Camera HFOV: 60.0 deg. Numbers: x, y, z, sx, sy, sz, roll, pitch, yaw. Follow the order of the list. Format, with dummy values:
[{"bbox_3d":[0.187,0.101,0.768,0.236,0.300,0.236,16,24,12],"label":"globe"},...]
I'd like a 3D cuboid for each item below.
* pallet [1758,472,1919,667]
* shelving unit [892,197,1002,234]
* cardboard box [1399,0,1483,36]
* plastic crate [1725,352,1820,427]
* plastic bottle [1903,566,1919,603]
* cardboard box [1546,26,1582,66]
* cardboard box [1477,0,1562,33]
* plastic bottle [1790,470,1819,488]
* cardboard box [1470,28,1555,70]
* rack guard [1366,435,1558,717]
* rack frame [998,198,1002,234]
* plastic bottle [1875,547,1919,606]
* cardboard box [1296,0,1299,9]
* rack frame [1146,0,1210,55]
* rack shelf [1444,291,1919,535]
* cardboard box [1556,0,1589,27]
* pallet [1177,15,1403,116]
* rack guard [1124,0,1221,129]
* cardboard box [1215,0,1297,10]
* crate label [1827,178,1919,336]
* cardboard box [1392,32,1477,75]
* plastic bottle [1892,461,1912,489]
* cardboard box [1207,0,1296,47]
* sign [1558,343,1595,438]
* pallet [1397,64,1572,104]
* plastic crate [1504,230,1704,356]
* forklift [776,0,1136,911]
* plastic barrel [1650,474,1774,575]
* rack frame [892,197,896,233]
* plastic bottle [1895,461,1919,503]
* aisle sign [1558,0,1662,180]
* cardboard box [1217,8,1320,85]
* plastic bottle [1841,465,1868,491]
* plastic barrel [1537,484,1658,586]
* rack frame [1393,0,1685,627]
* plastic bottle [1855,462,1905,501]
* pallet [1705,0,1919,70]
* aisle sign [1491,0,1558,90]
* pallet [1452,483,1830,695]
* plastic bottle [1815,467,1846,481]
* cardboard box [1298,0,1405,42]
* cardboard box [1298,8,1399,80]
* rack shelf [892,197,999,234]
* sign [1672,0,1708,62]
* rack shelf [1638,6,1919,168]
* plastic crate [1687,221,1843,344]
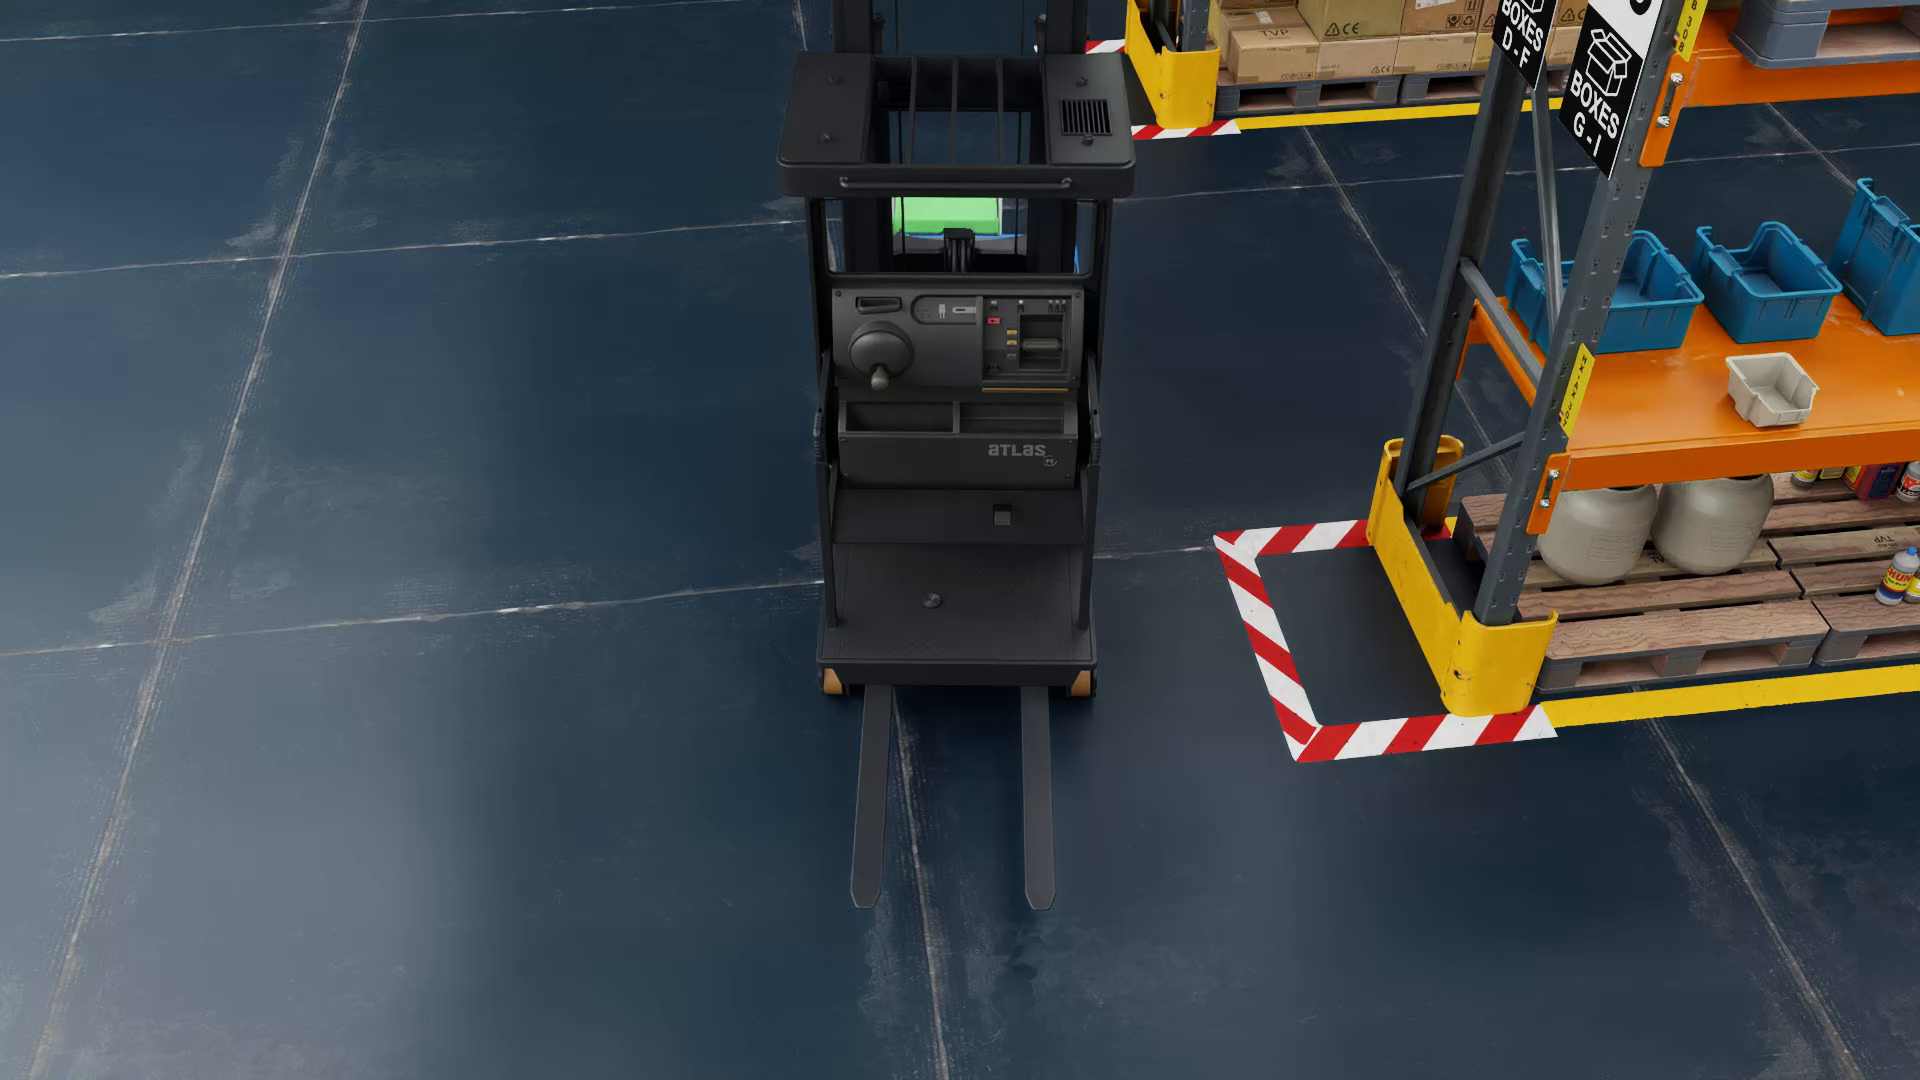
[{"bbox_3d":[4.079,0.065,7.236,1.213,0.211,1.003,-5,42,-6],"label":"pallet"},{"bbox_3d":[-0.063,-1.148,7.839,0.503,1.200,0.258,0,41,0],"label":"shelving unit"},{"bbox_3d":[2.908,-3.461,10.242,0.500,0.500,0.500,-5,42,-6],"label":"cardboard box"},{"bbox_3d":[2.925,-0.528,6.008,0.250,0.136,0.298,-5,42,-6],"label":"plastic crate"},{"bbox_3d":[3.937,0.154,6.815,0.097,0.201,0.097,0,42,0],"label":"plastic bottle"},{"bbox_3d":[3.902,-3.259,10.578,0.500,0.250,0.500,-5,42,-6],"label":"cardboard box"},{"bbox_3d":[3.406,-3.493,10.277,0.500,0.500,0.500,-5,42,-6],"label":"cardboard box"},{"bbox_3d":[3.761,-0.337,7.360,0.097,0.201,0.097,0,42,0],"label":"plastic bottle"},{"bbox_3d":[3.406,-3.215,10.529,0.500,0.250,0.500,-5,42,-6],"label":"cardboard box"},{"bbox_3d":[2.066,0.128,6.950,0.348,0.500,1.175,-5,42,-6],"label":"rack guard"},{"bbox_3d":[0.181,-1.146,7.837,0.015,1.200,0.240,0,41,0],"label":"rack frame"},{"bbox_3d":[3.835,0.137,6.782,0.097,0.271,0.097,0,42,0],"label":"plastic bottle"},{"bbox_3d":[2.345,-3.481,10.824,0.500,0.250,0.500,-5,42,-6],"label":"cardboard box"},{"bbox_3d":[1.358,-4.052,9.718,0.127,3.000,1.000,-5,42,-6],"label":"rack frame"},{"bbox_3d":[3.979,-0.669,6.504,4.000,0.370,1.077,-5,42,-6],"label":"rack shelf"},{"bbox_3d":[3.900,-3.546,10.336,0.500,0.500,0.500,-5,42,-6],"label":"cardboard box"},{"bbox_3d":[2.111,-3.111,10.756,1.213,0.211,1.003,-5,42,-6],"label":"pallet"},{"bbox_3d":[1.334,-3.122,10.553,0.348,0.500,1.175,-5,42,-6],"label":"rack guard"},{"bbox_3d":[1.851,-3.710,10.518,0.500,0.500,0.500,-5,42,-6],"label":"cardboard box"},{"bbox_3d":[3.786,-1.115,6.435,0.616,0.435,0.502,-5,42,-6],"label":"crate label"},{"bbox_3d":[2.910,-3.175,10.485,0.500,0.250,0.500,-5,42,-6],"label":"cardboard box"},{"bbox_3d":[4.152,-0.380,7.352,0.135,0.276,0.152,-6,42,-7],"label":"plastic bottle"},{"bbox_3d":[1.851,-3.430,10.767,0.500,0.250,0.500,-5,42,-6],"label":"cardboard box"},{"bbox_3d":[2.063,-0.499,5.572,0.005,0.325,0.100,-5,42,-6],"label":"sign"},{"bbox_3d":[3.318,-3.215,10.871,1.213,0.211,1.003,-5,42,-6],"label":"pallet"},{"bbox_3d":[2.454,-0.949,6.389,0.616,0.251,0.499,-5,42,-6],"label":"plastic crate"},{"bbox_3d":[-0.007,-0.667,6.017,1.130,2.935,3.031,0,42,0],"label":"forklift"},{"bbox_3d":[3.136,-0.146,6.931,0.421,0.512,0.421,0,42,0],"label":"plastic barrel"},{"bbox_3d":[-0.307,-1.150,7.840,0.015,1.200,0.240,0,41,0],"label":"rack frame"},{"bbox_3d":[4.186,-0.272,7.287,0.097,0.201,0.097,0,42,0],"label":"plastic bottle"},{"bbox_3d":[1.963,-1.527,4.977,0.004,0.787,0.394,-5,42,-6],"label":"aisle sign"},{"bbox_3d":[1.918,-3.086,10.386,0.500,0.250,0.500,-5,42,-6],"label":"cardboard box"},{"bbox_3d":[4.014,-0.368,7.339,0.135,0.276,0.152,-5,42,-5],"label":"plastic bottle"},{"bbox_3d":[2.639,-0.102,6.883,0.421,0.512,0.421,0,42,0],"label":"plastic barrel"},{"bbox_3d":[1.996,-0.762,6.071,0.127,3.000,1.000,-5,42,-6],"label":"rack frame"},{"bbox_3d":[4.028,-0.300,7.258,0.133,0.283,0.061,-5,42,-6],"label":"plastic bottle"},{"bbox_3d":[2.829,-1.813,5.137,1.213,0.211,1.003,-5,42,-6],"label":"pallet"},{"bbox_3d":[1.886,-1.918,5.412,0.004,0.787,0.394,-5,42,-6],"label":"aisle sign"},{"bbox_3d":[2.872,0.169,7.121,1.213,0.211,1.003,-5,42,-6],"label":"pallet"},{"bbox_3d":[3.874,-0.390,7.357,0.133,0.283,0.061,-4,42,-4],"label":"plastic bottle"},{"bbox_3d":[2.414,-3.409,10.185,0.500,0.500,0.500,-5,42,-6],"label":"cardboard box"},{"bbox_3d":[2.414,-3.132,10.437,0.500,0.250,0.500,-5,42,-6],"label":"cardboard box"},{"bbox_3d":[-0.063,-1.462,7.565,0.480,0.148,0.258,0,41,0],"label":"rack shelf"},{"bbox_3d":[2.063,-1.514,4.657,0.005,0.325,0.100,-5,42,-6],"label":"sign"},{"bbox_3d":[3.979,-1.783,5.499,4.000,0.370,1.077,-5,42,-6],"label":"rack shelf"},{"bbox_3d":[3.098,-1.002,6.447,0.408,0.251,0.499,-5,42,-6],"label":"plastic crate"}]
